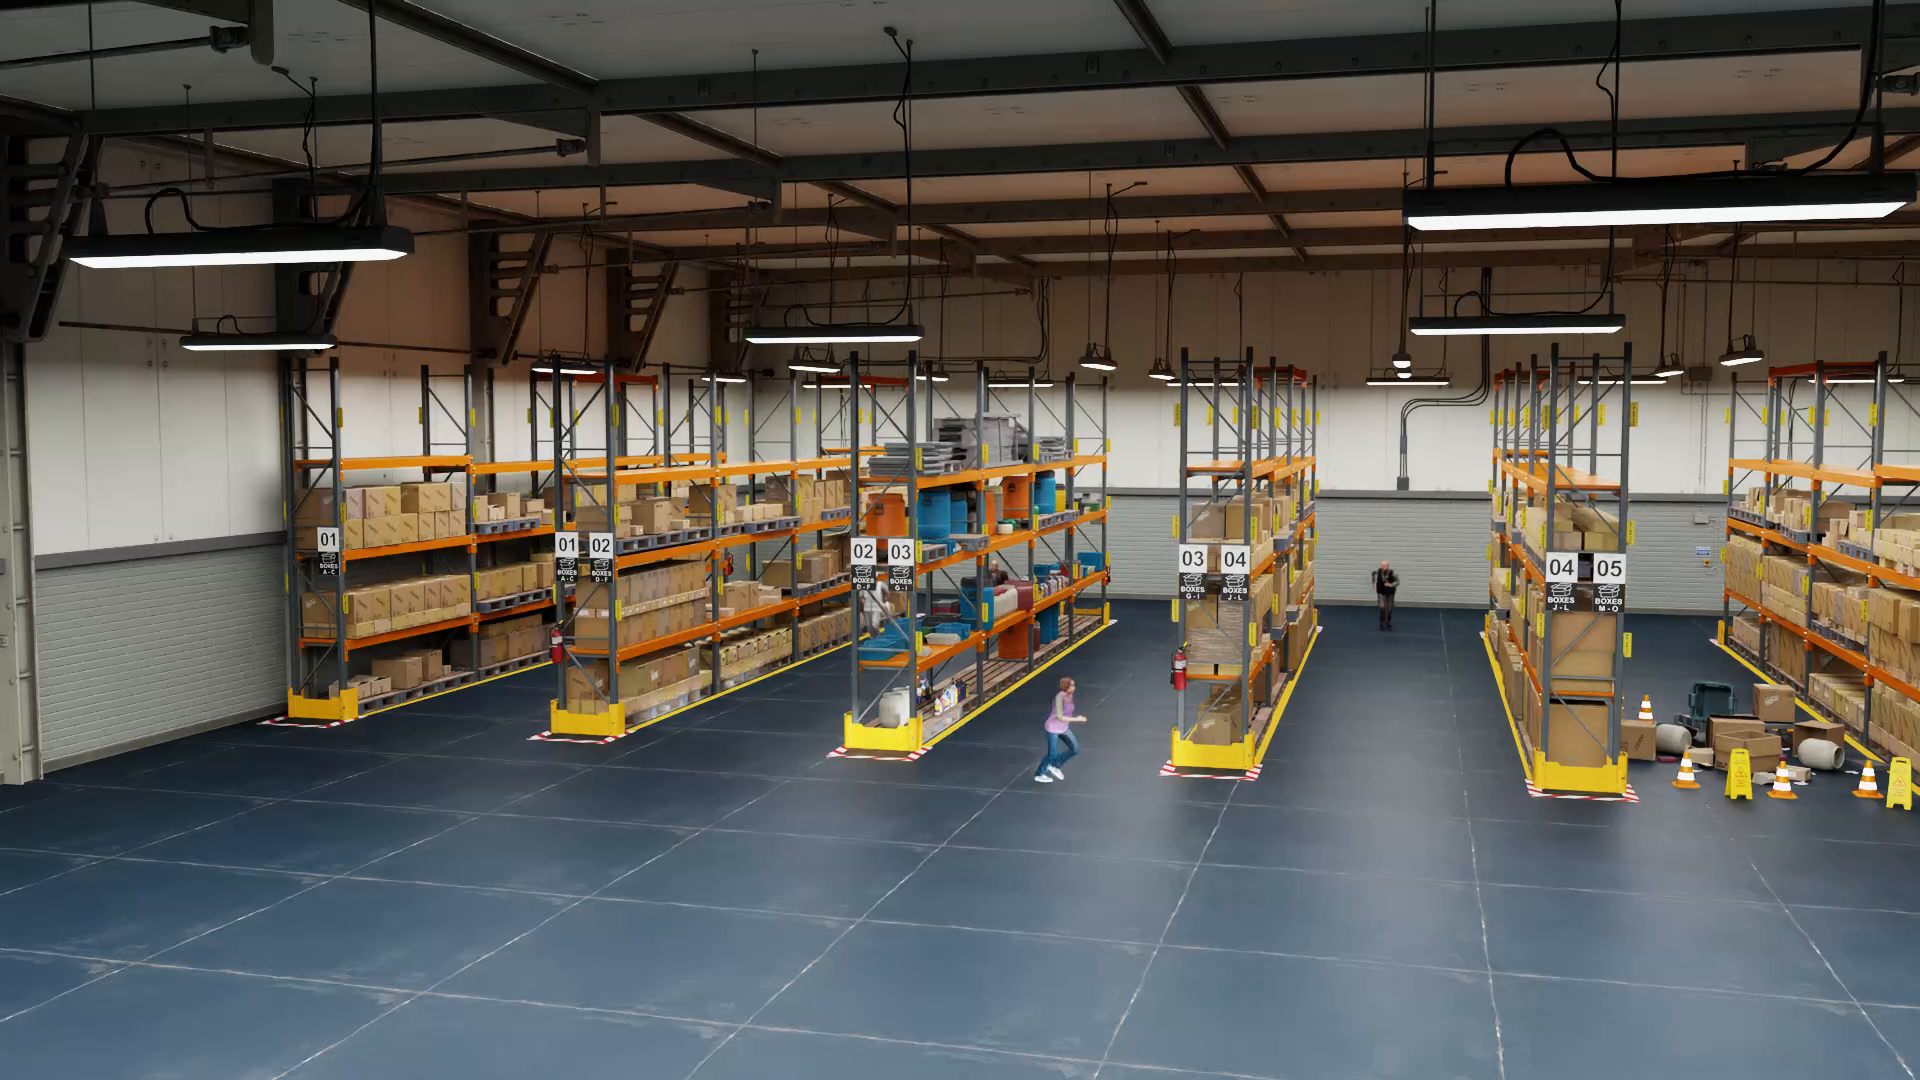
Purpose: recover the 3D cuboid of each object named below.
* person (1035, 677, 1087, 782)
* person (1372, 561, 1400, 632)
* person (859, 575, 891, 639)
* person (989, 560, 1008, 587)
[{"bbox_3d":[1.376,2.585,22.646,0.830,1.494,0.528,3,5,36],"label":"person"},{"bbox_3d":[10.025,1.327,39.148,0.680,1.711,0.946,2,4,20],"label":"person"},{"bbox_3d":[-1.845,1.530,35.235,0.653,1.814,0.828,1,4,14],"label":"person"},{"bbox_3d":[0.809,1.315,38.821,0.703,1.707,0.778,1,4,11],"label":"person"}]
